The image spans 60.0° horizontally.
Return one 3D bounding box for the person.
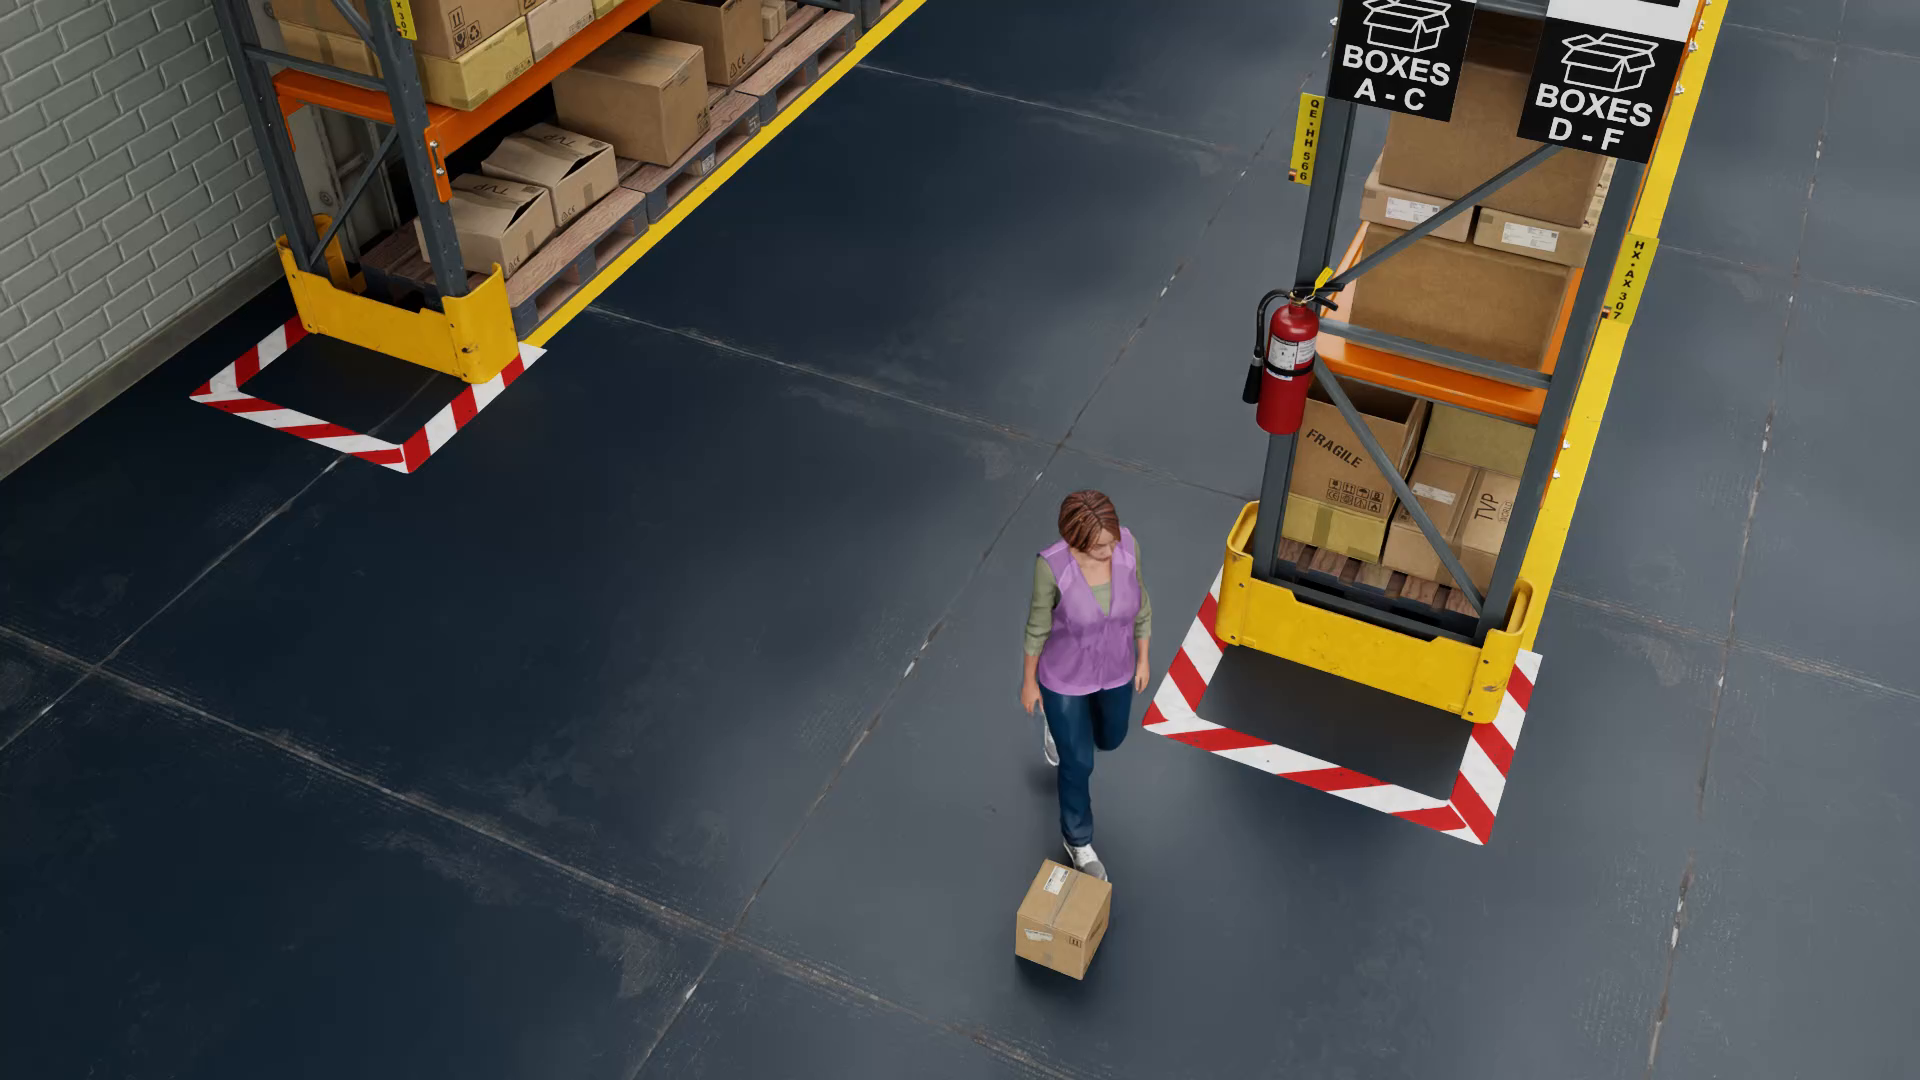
[{"bbox_3d":[0.424,0.433,5.693,0.456,1.575,0.736,-17,45,-18],"label":"person"}]
